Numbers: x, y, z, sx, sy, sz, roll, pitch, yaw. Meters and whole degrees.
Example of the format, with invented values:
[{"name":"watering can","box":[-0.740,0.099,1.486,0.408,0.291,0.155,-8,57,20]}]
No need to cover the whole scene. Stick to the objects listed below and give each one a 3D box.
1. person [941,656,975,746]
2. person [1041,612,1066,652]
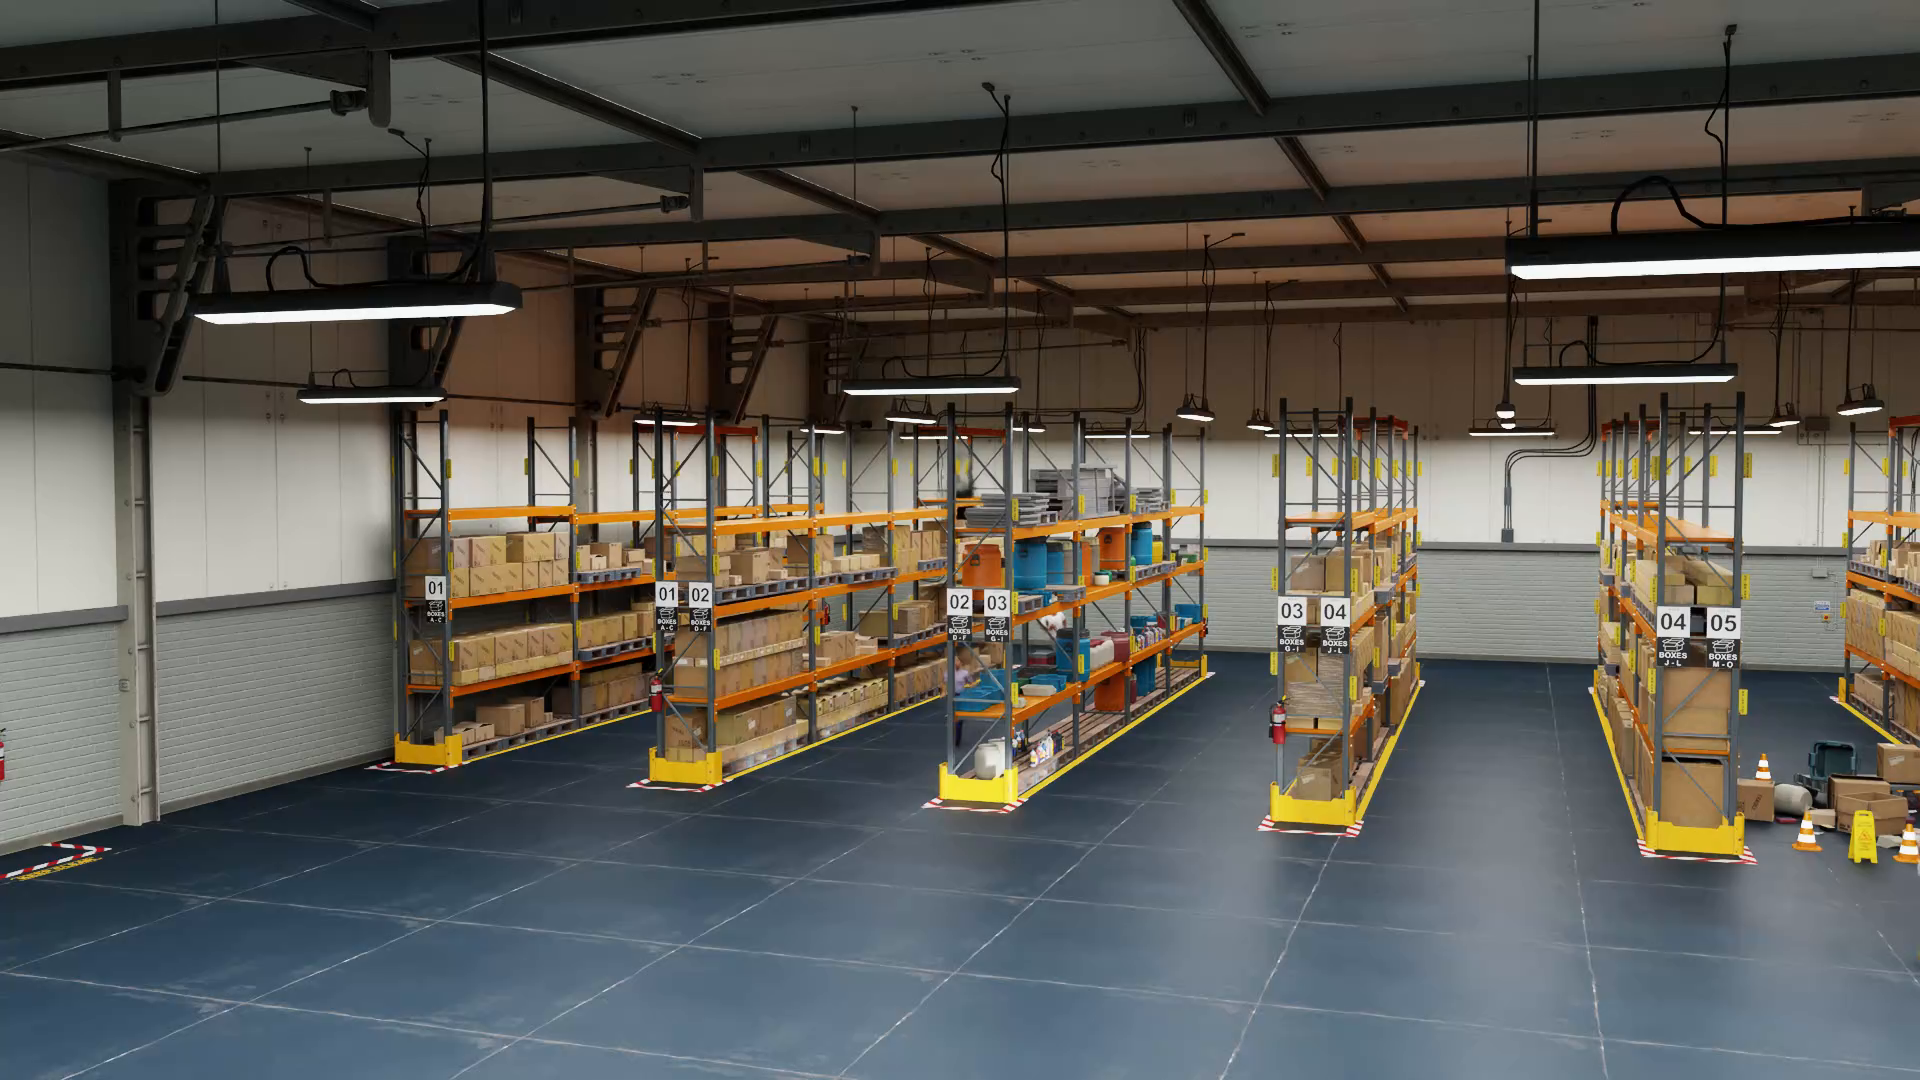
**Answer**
[{"name":"person","box":[-0.047,2.908,30.260,0.617,1.605,0.643,0,2,11]},{"name":"person","box":[2.355,2.367,41.233,0.745,1.695,0.654,0,2,-9]}]
